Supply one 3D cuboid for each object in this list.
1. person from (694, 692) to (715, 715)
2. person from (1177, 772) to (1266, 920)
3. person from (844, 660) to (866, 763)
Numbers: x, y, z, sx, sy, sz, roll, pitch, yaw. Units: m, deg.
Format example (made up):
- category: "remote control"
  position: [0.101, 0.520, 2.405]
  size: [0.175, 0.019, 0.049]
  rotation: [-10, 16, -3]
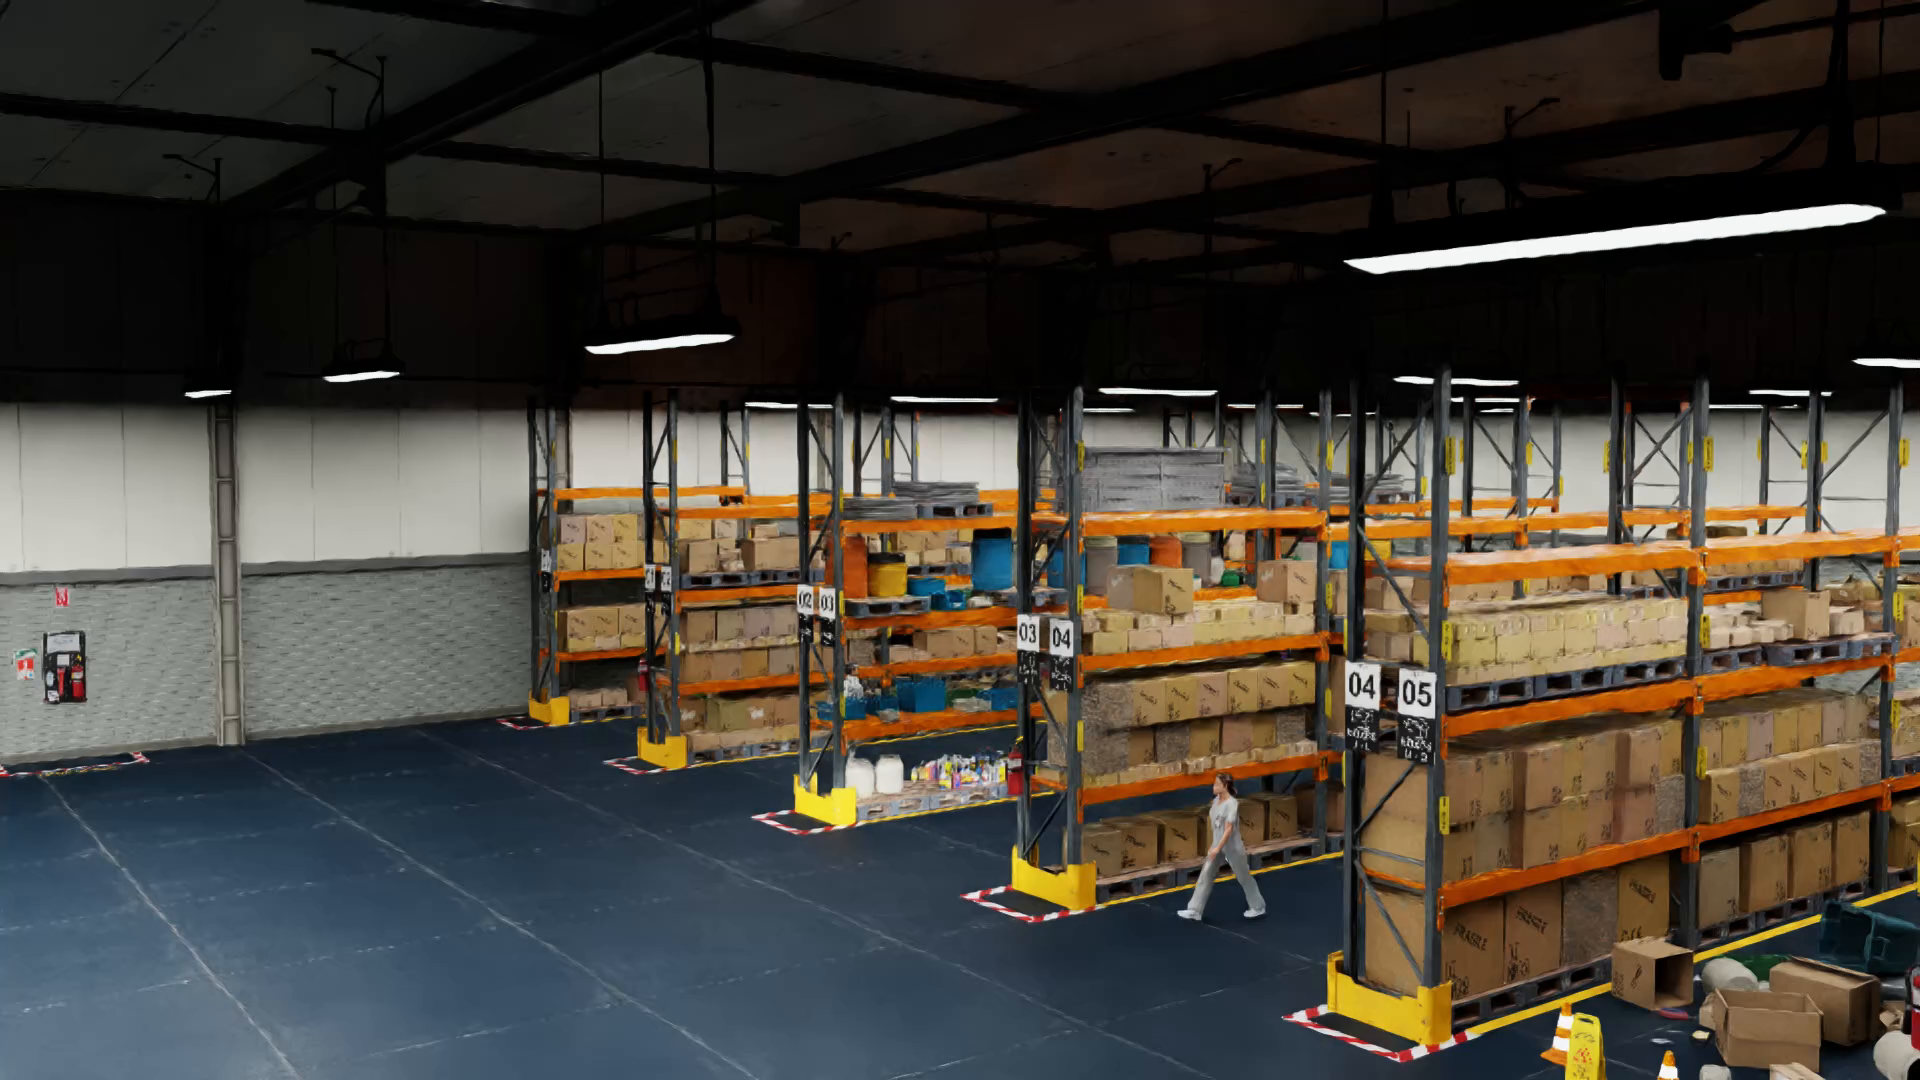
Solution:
- category: "person"
  position: [-4.672, 2.550, 29.417]
  size: [1.030, 1.727, 0.528]
  rotation: [-3, 5, -44]
- category: "person"
  position: [2.844, 3.290, 17.884]
  size: [1.017, 1.605, 0.445]
  rotation: [-2, 4, -27]
- category: "person"
  position: [-1.753, 2.759, 26.543]
  size: [0.414, 1.673, 0.516]
  rotation: [2, 4, 26]
